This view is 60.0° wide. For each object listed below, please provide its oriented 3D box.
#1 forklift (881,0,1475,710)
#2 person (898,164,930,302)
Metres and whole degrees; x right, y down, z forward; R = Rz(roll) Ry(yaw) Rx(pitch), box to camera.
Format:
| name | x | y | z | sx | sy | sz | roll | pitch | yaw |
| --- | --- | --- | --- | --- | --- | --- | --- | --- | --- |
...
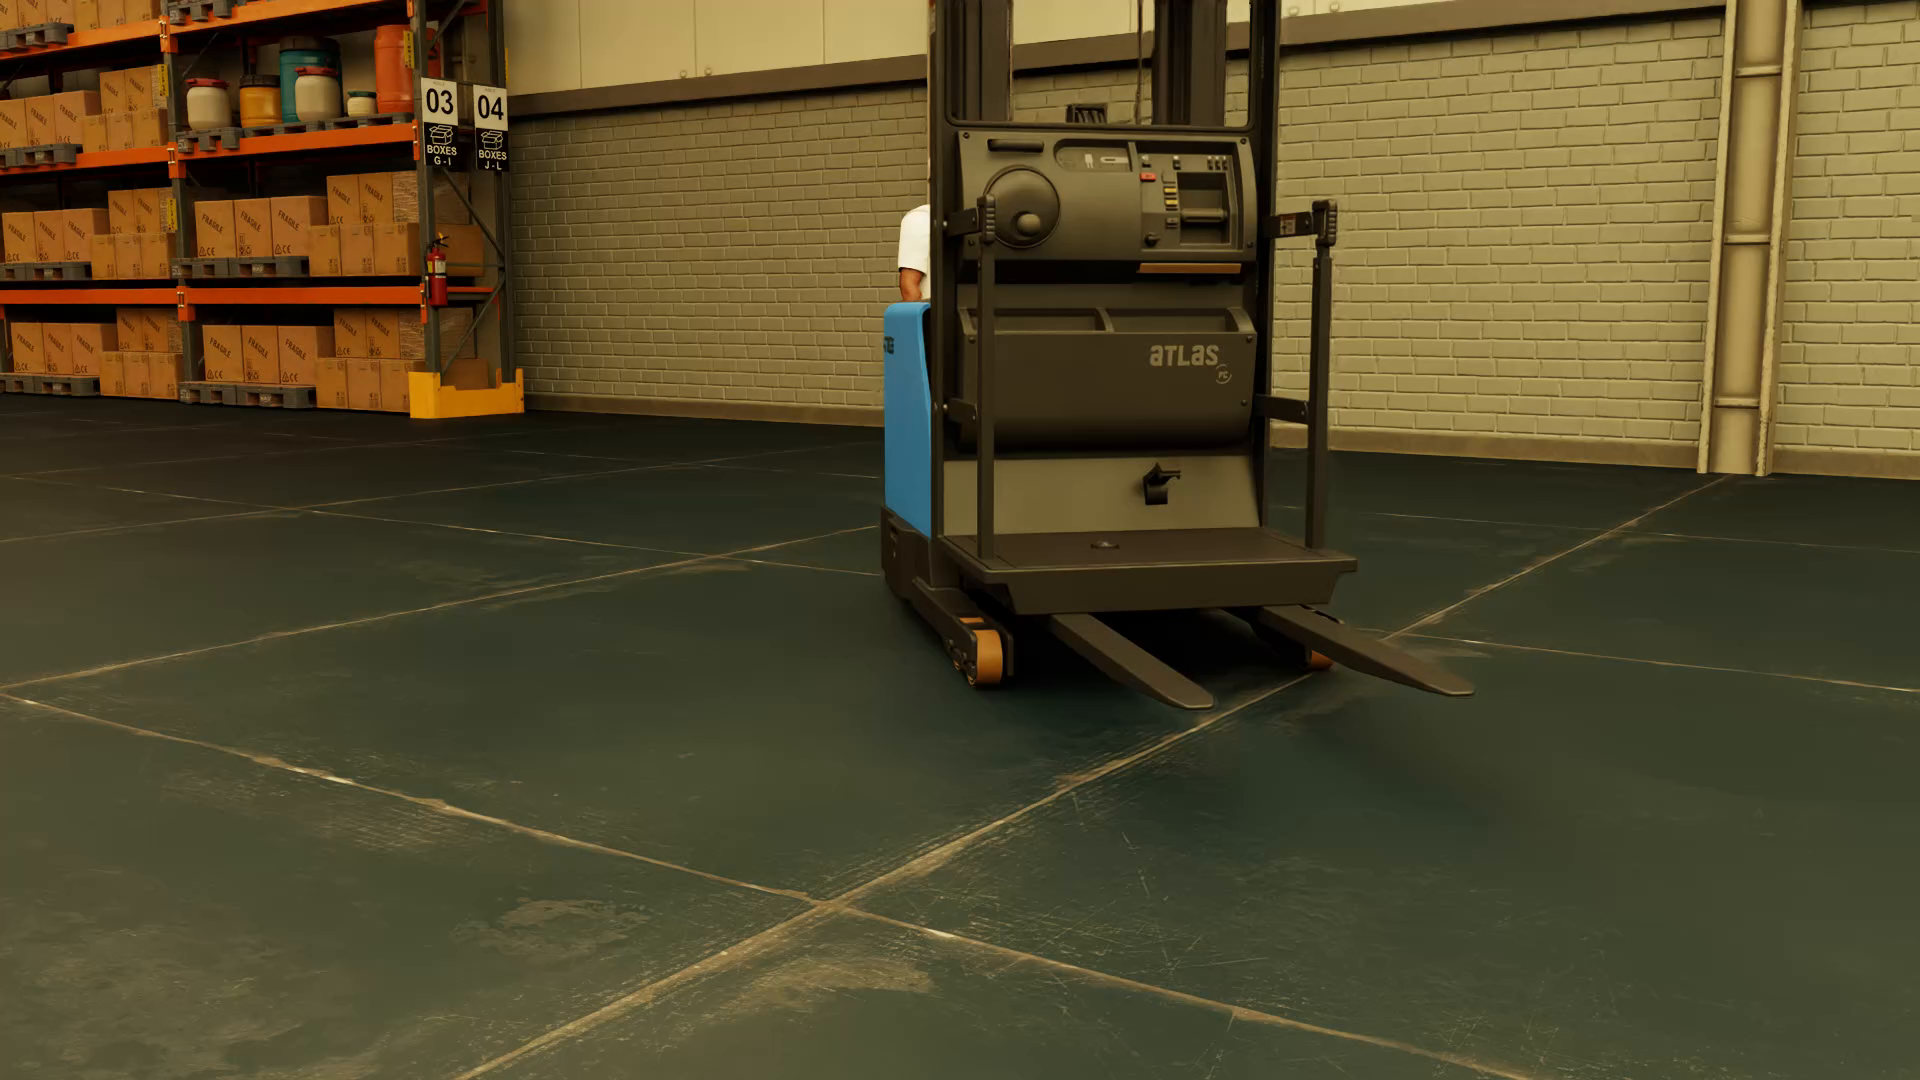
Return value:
| name | x | y | z | sx | sy | sz | roll | pitch | yaw |
| --- | --- | --- | --- | --- | --- | --- | --- | --- | --- |
| forklift | 0.501 | -1.094 | 4.882 | 1.130 | 2.935 | 3.031 | -2 | 8 | -12 |
| person | 0.054 | -0.876 | 7.435 | 0.577 | 1.765 | 0.666 | 5 | 10 | 34 |
